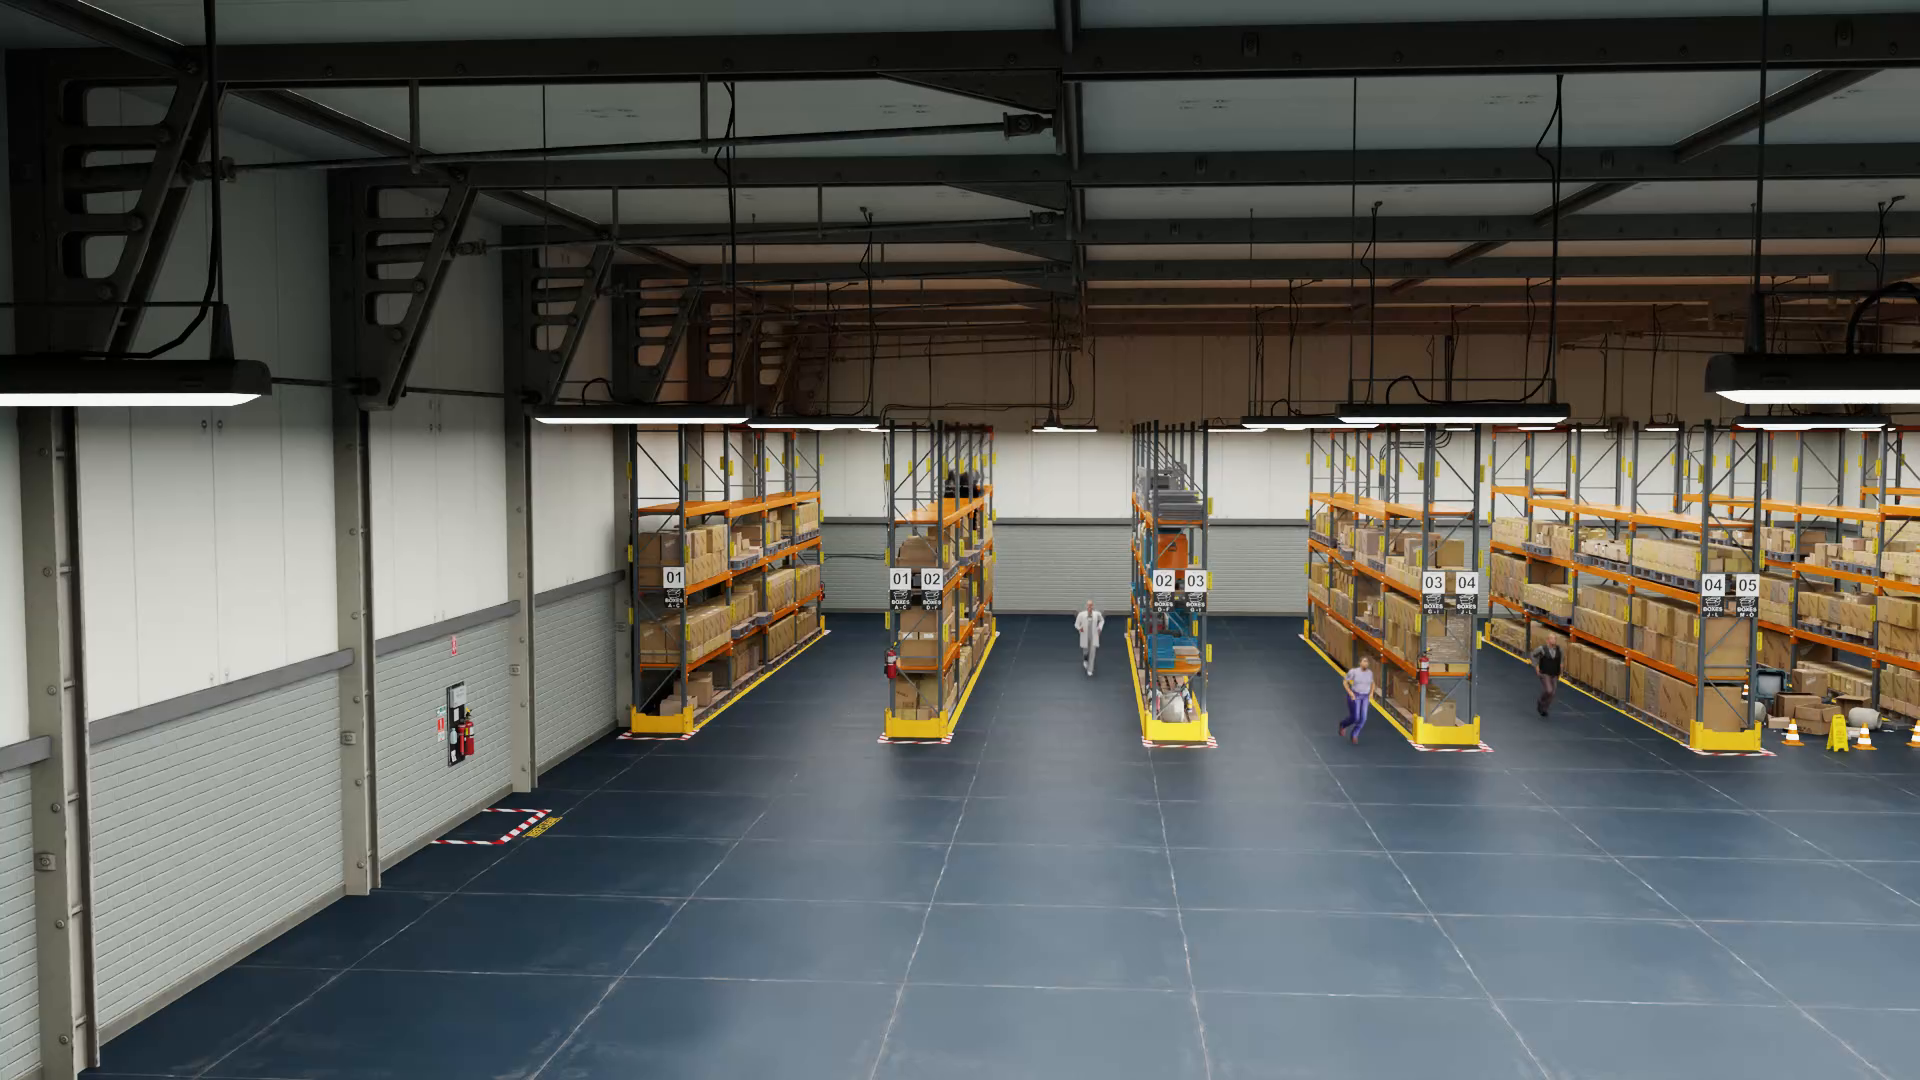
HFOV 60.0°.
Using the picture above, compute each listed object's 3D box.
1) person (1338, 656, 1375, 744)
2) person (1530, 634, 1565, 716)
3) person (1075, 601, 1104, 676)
[{"bbox_3d":[7.463,2.973,31.101,0.635,1.614,0.559,-1,4,-16],"label":"person"},{"bbox_3d":[11.968,2.742,33.723,0.660,1.678,0.630,0,4,-8],"label":"person"},{"bbox_3d":[3.105,2.326,39.760,0.709,1.758,0.949,0,4,2],"label":"person"}]
